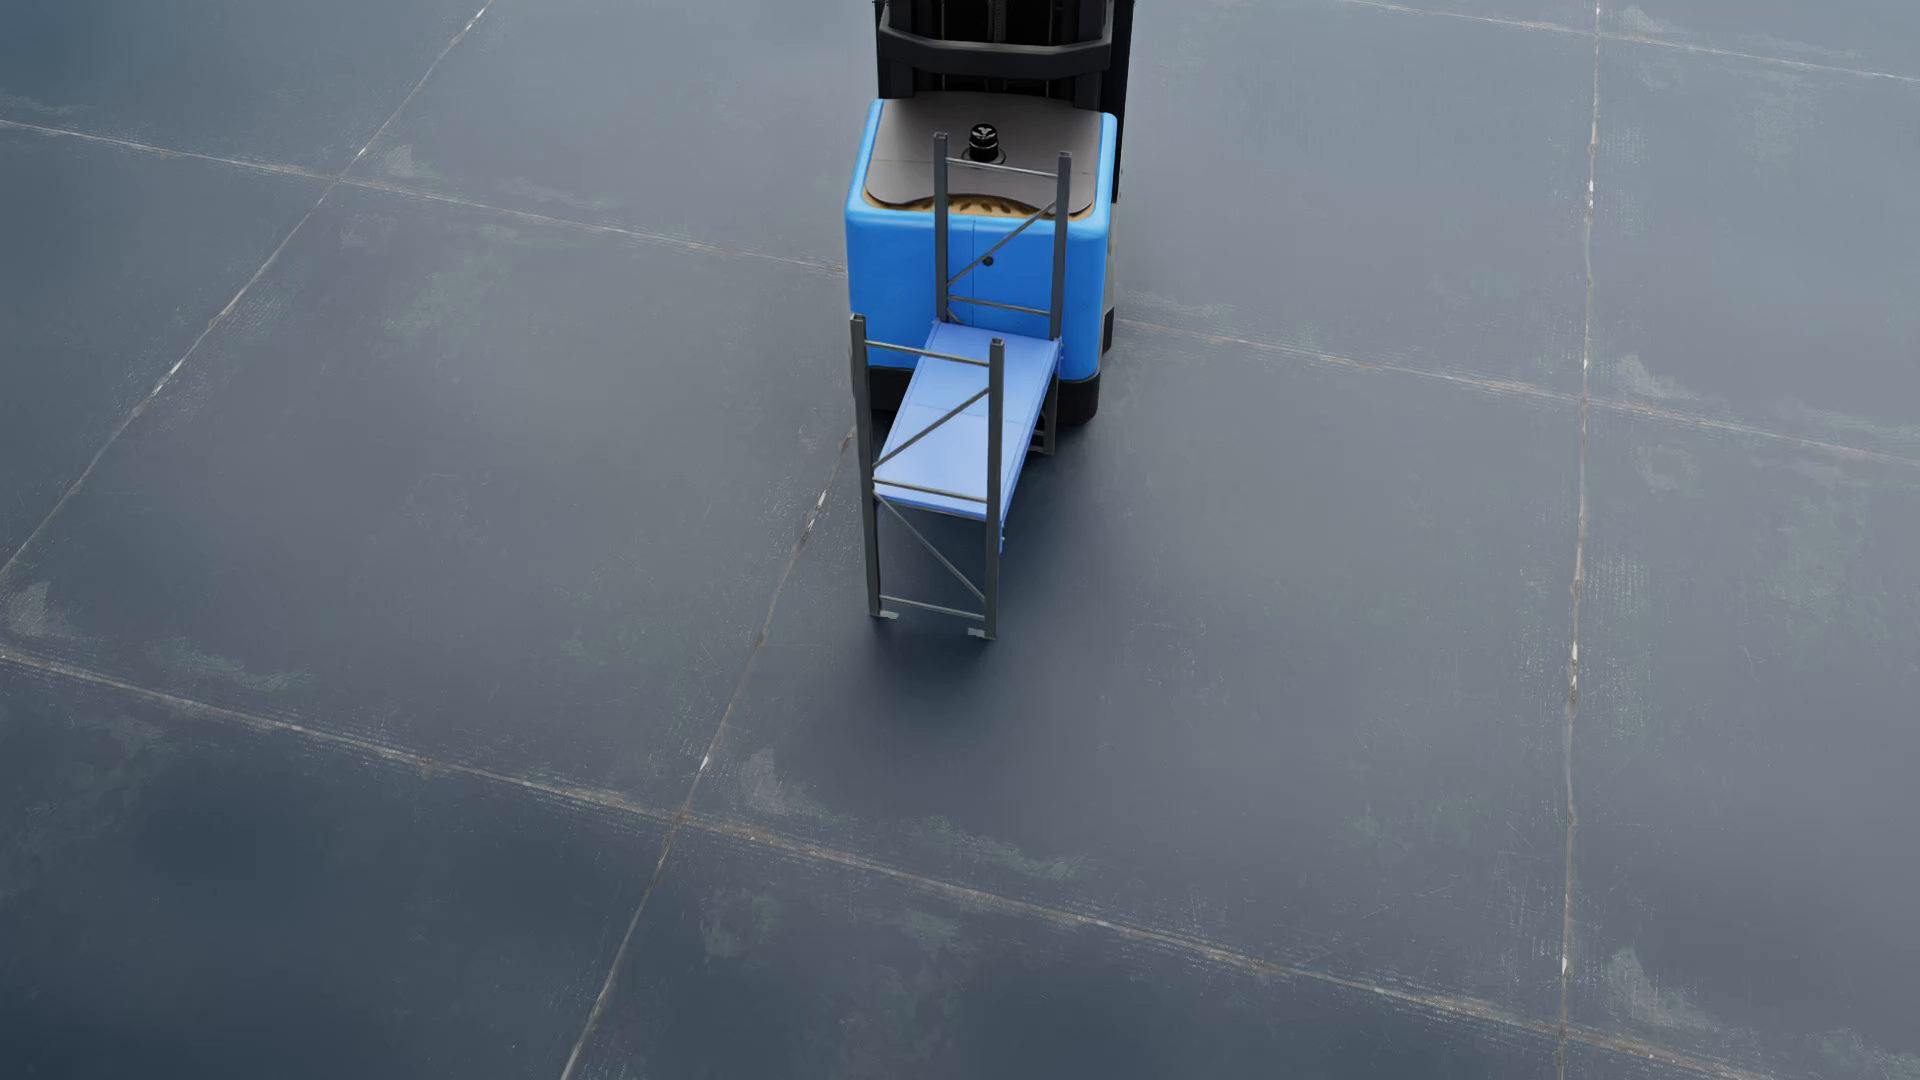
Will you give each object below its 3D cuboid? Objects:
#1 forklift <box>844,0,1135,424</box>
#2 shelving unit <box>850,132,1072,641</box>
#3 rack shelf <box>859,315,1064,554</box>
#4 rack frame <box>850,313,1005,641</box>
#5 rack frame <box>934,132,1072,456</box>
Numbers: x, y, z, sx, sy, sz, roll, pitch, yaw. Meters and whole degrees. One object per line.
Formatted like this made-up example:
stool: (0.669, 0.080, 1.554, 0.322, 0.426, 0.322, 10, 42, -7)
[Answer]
forklift: (-7.650, 2.243, 2.734, 15.389, 2.935, 17.483, 5, 49, 4)
shelving unit: (0.023, -0.539, 6.144, 0.538, 1.500, 1.048, 11, 49, 10)
rack shelf: (0.023, -0.420, 6.279, 0.538, 0.185, 1.000, 11, 49, 10)
rack frame: (-0.104, -0.170, 5.819, 0.500, 1.500, 0.032, 11, 49, 10)
rack frame: (0.151, -0.908, 6.470, 0.500, 1.500, 0.032, 11, 49, 10)
